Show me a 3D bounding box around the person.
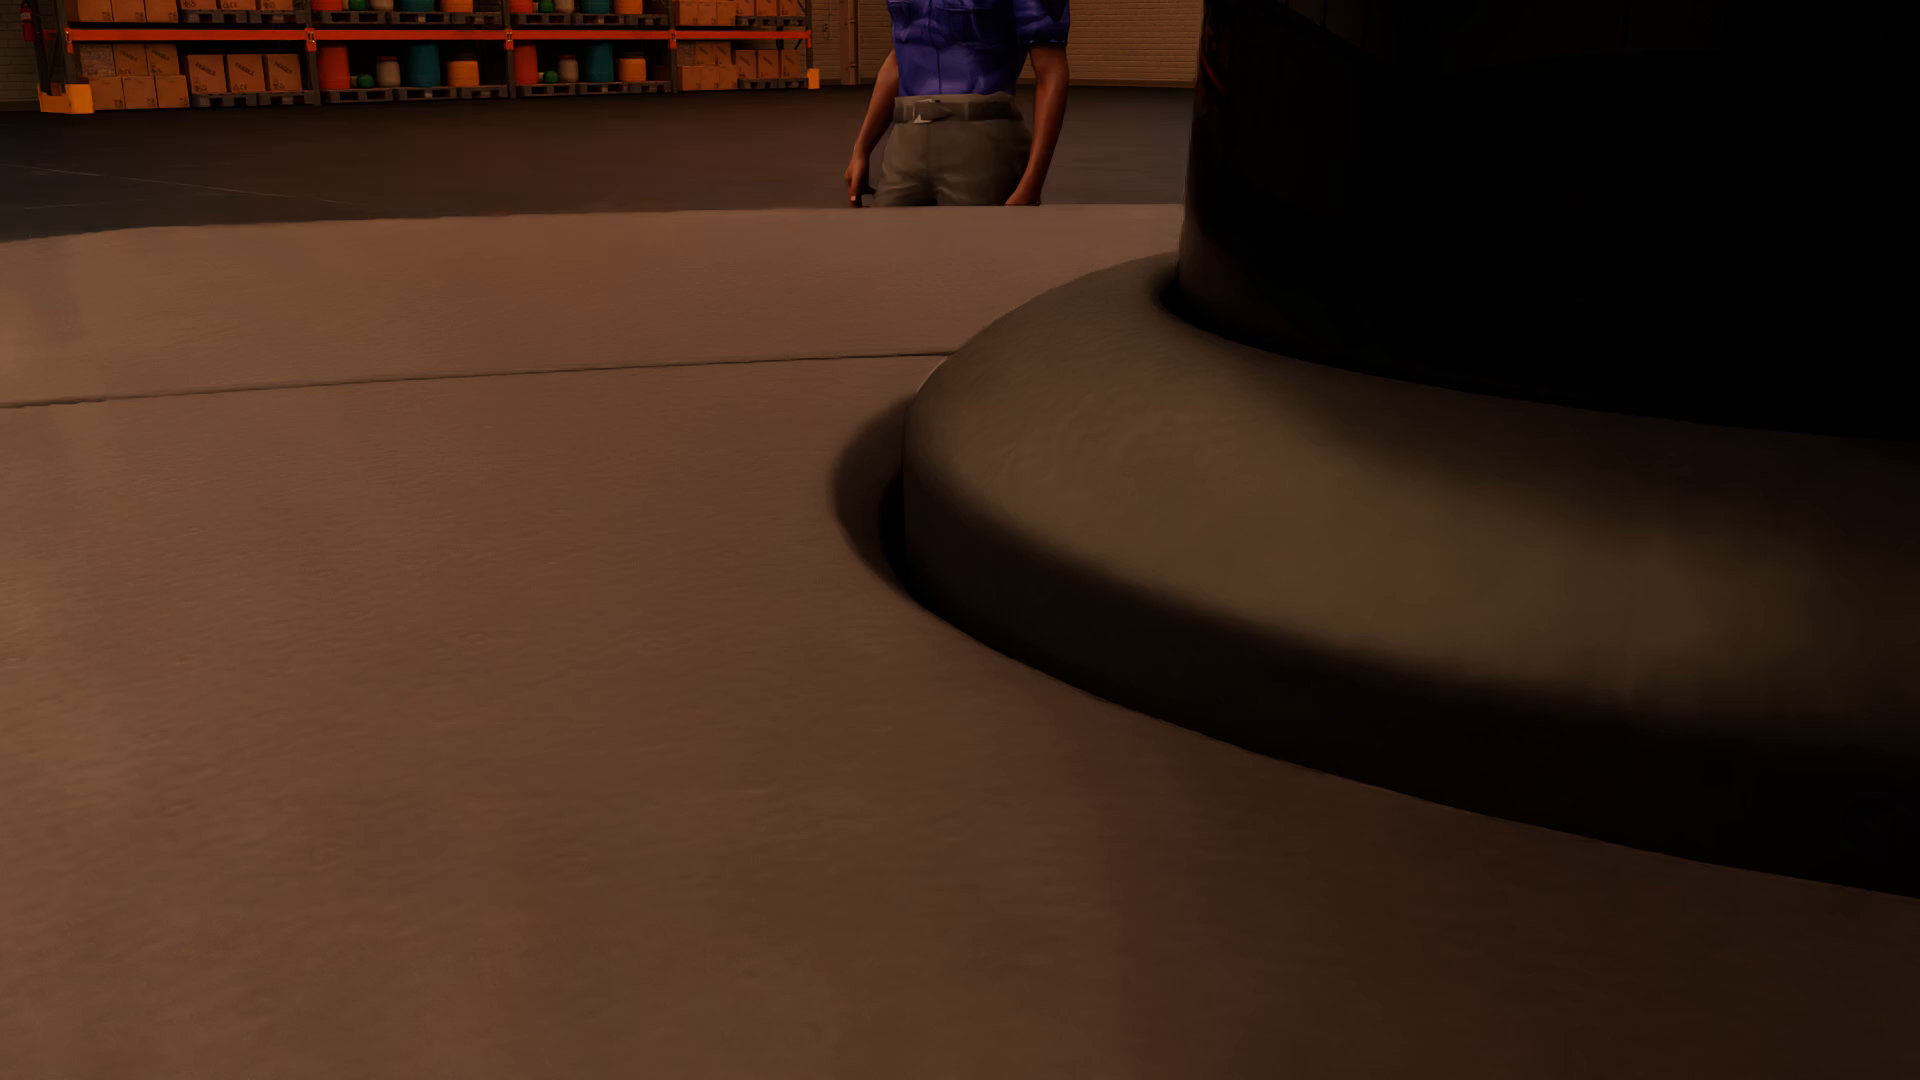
[{"bbox_3d":[-0.071,-0.782,3.647,0.570,1.654,0.504,13,21,37],"label":"person"}]
